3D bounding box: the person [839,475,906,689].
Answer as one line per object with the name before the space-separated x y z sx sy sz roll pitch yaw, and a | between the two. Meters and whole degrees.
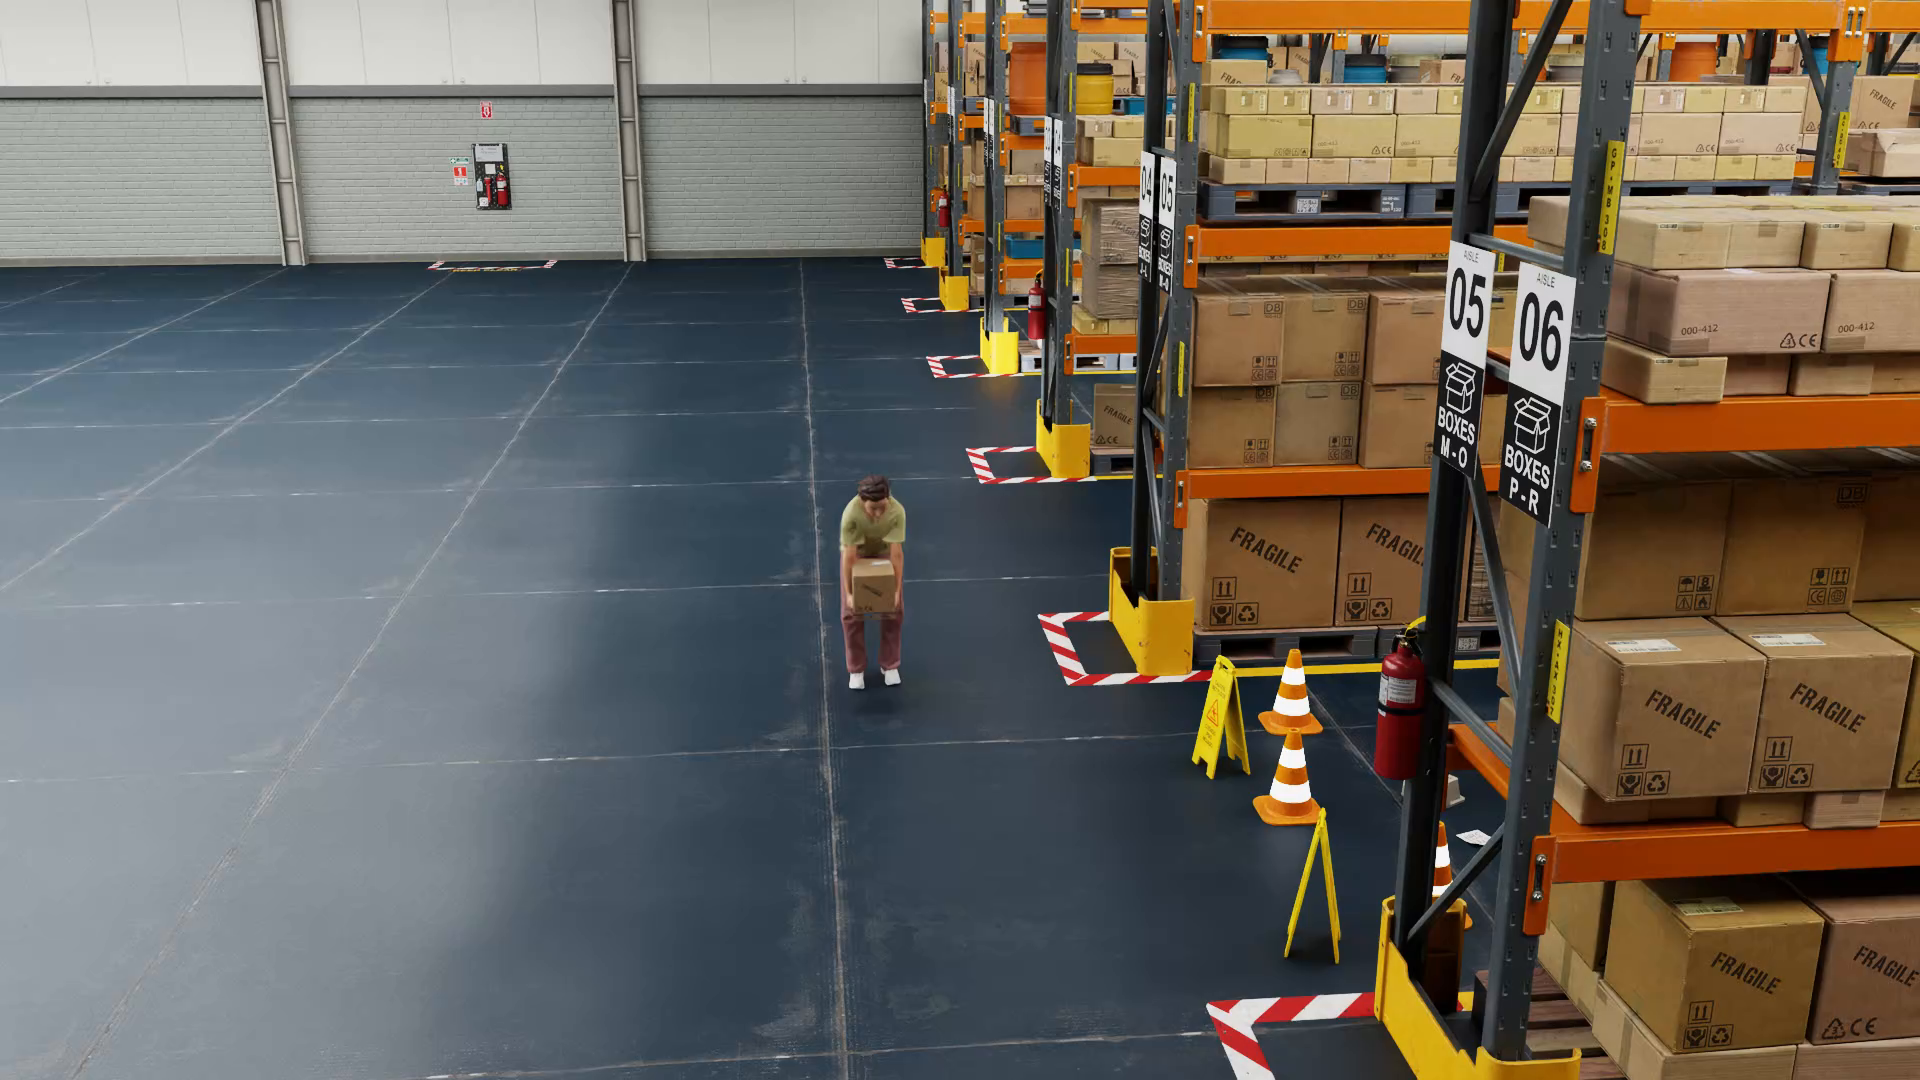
person | -0.530 0.240 10.174 0.398 1.445 0.730 -2 17 -7
